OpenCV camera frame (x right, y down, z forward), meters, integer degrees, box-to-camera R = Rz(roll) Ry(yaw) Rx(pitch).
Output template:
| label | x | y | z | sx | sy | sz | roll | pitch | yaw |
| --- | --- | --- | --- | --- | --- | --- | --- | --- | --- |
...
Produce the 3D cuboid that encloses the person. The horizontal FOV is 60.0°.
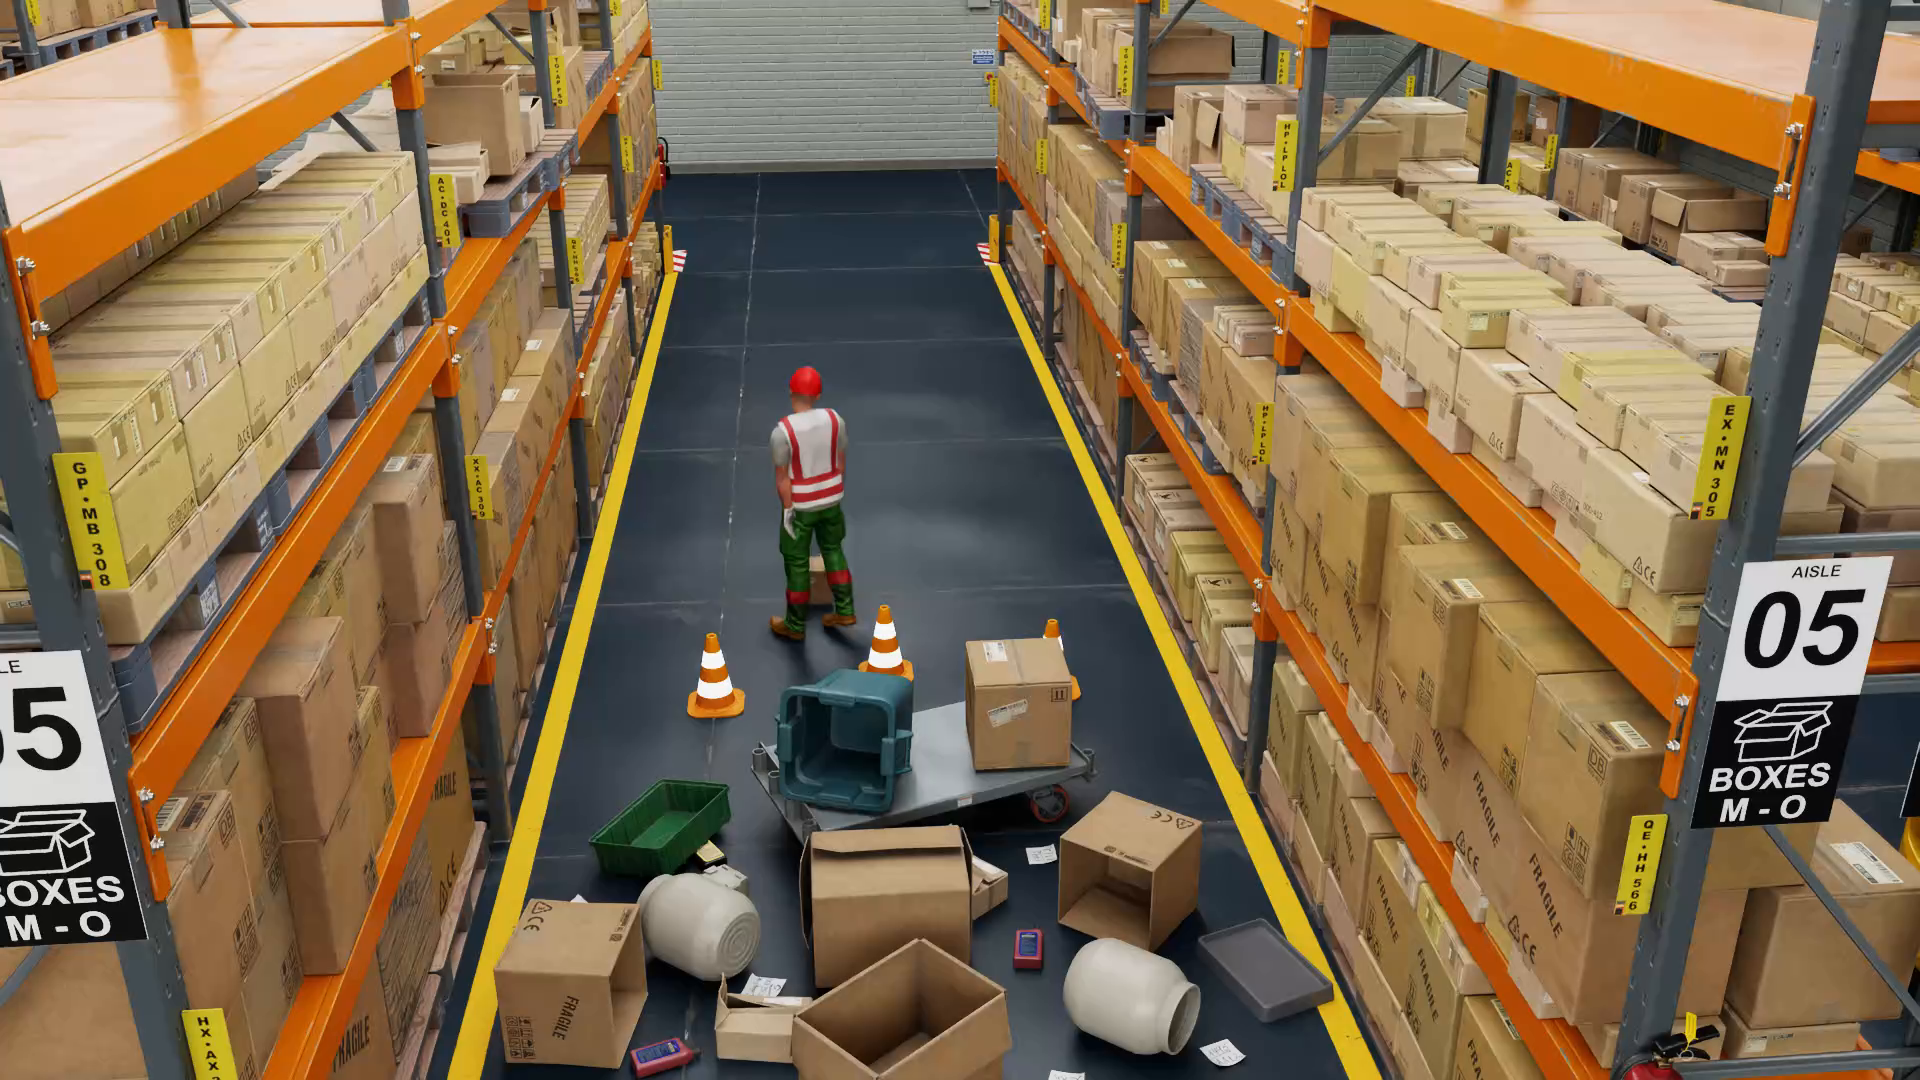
| label | x | y | z | sx | sy | sz | roll | pitch | yaw |
| --- | --- | --- | --- | --- | --- | --- | --- | --- | --- |
| person | -0.948 | -0.230 | 10.523 | 0.539 | 1.794 | 0.413 | -14 | 27 | -29 |
